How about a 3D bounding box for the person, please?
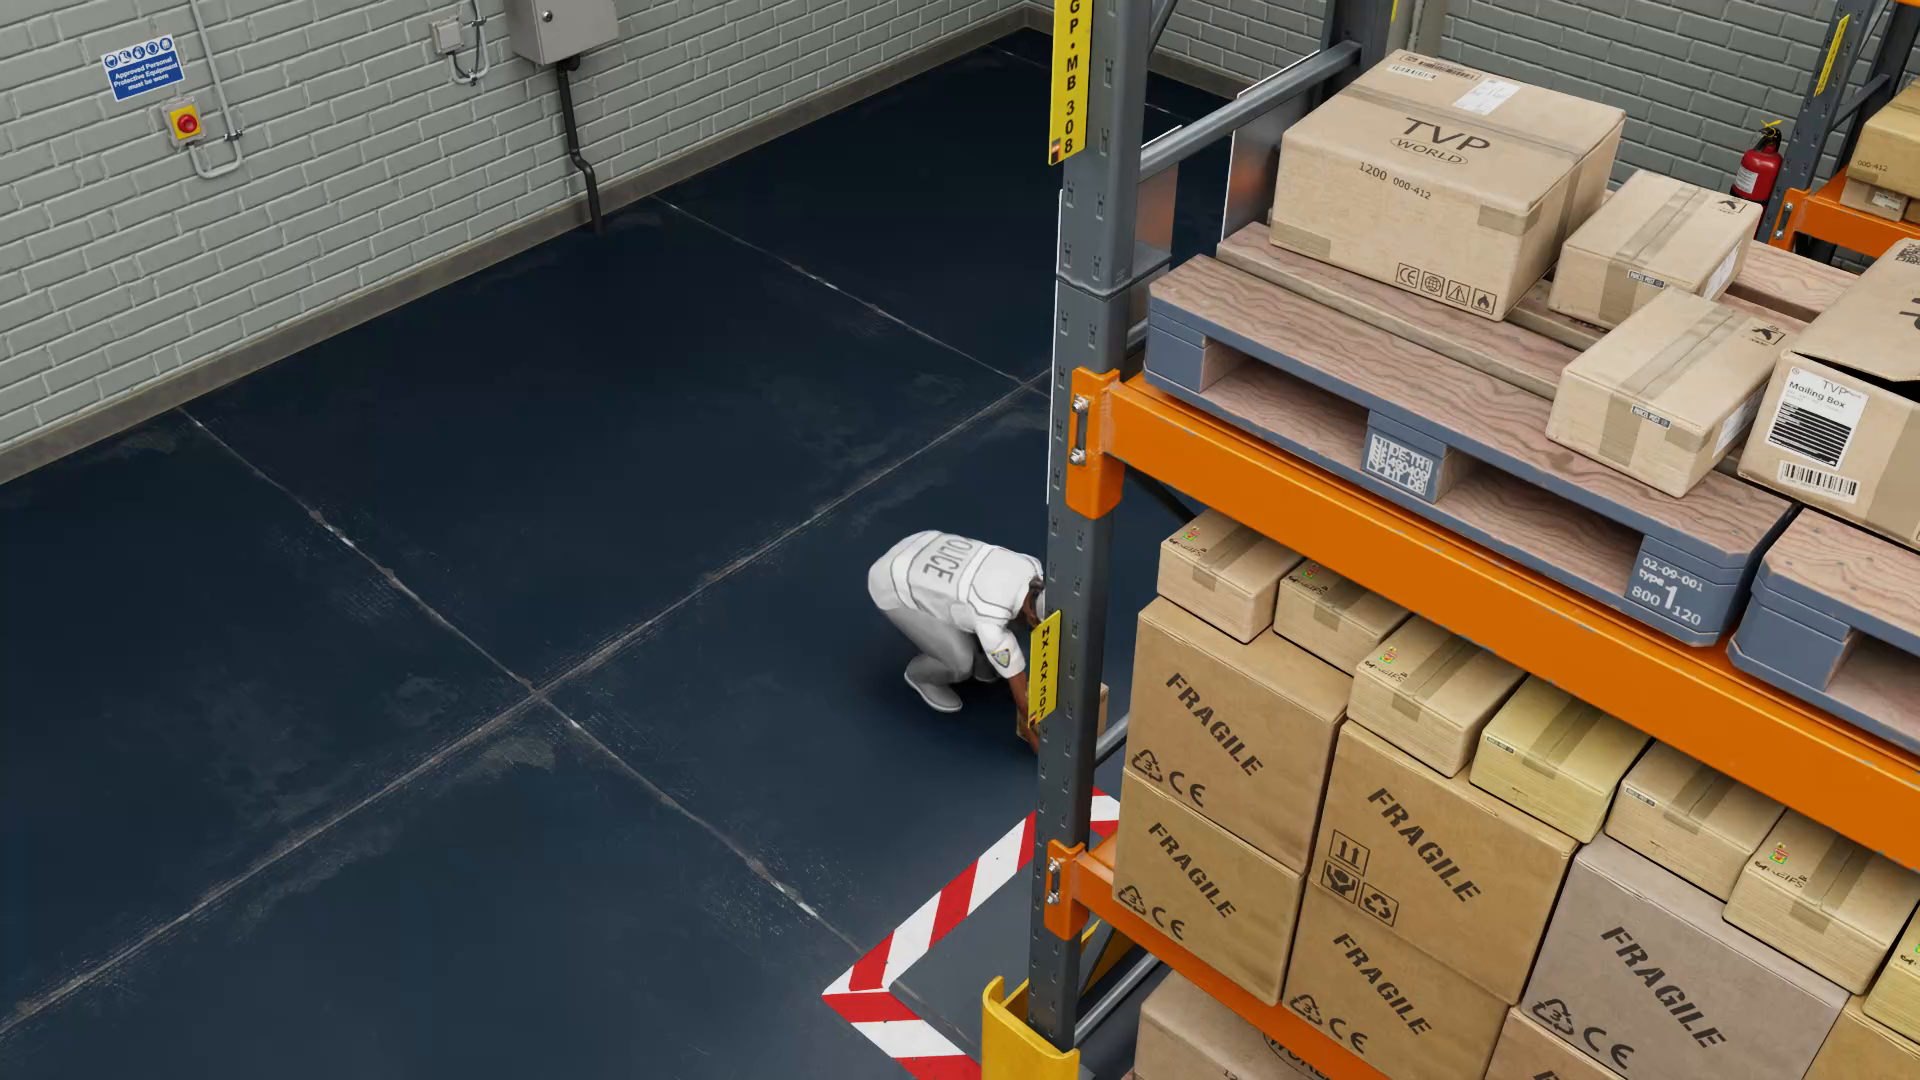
[{"bbox_3d":[0.092,0.351,6.499,0.950,0.771,0.493,29,48,31],"label":"person"}]
